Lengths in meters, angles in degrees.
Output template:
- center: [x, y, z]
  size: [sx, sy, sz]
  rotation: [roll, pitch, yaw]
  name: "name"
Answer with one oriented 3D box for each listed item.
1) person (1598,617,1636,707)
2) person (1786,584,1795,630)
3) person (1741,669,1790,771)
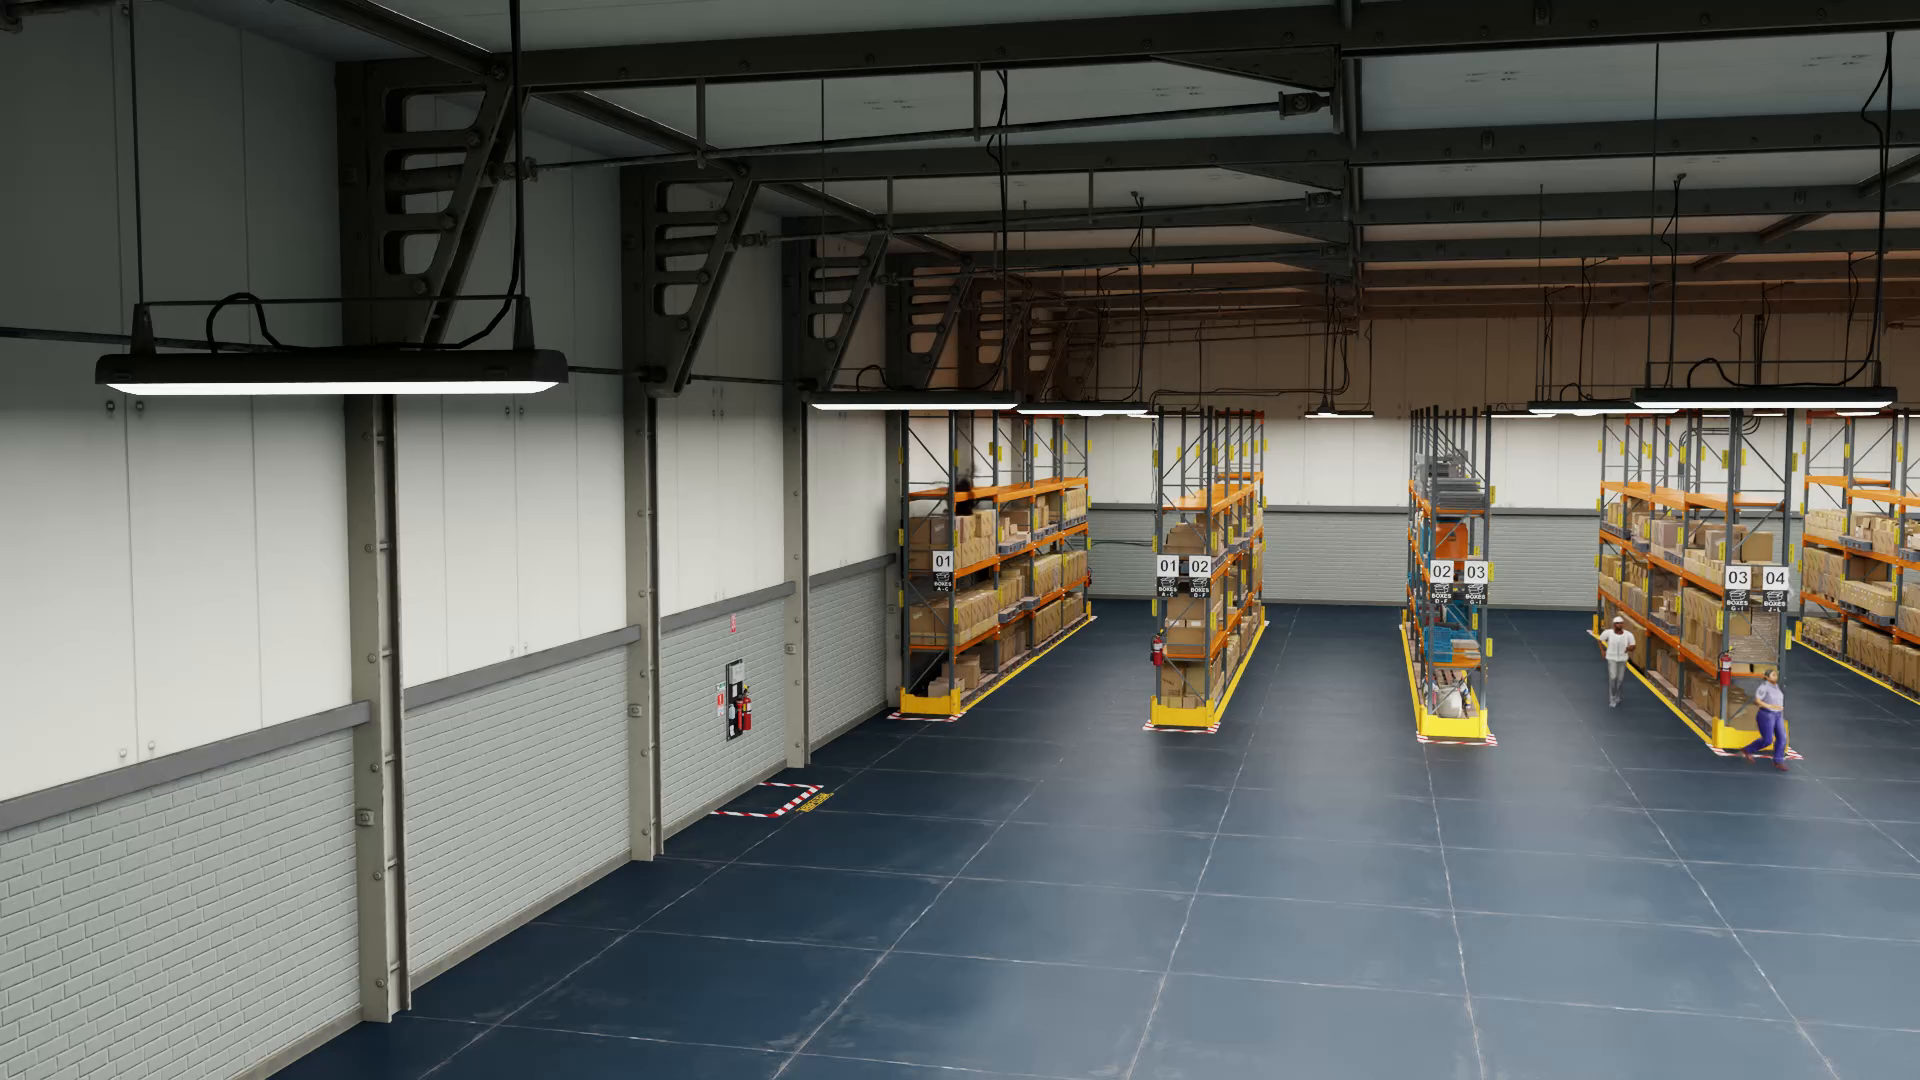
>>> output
- center: [13.242, 2.449, 33.503]
  size: [0.688, 1.828, 0.684]
  rotation: [1, 4, 12]
  name: "person"
- center: [21.927, 1.690, 44.687]
  size: [0.799, 1.716, 0.795]
  rotation: [1, 4, 18]
  name: "person"
- center: [13.317, 2.947, 27.417]
  size: [0.606, 1.655, 0.751]
  rotation: [-3, 5, -32]
  name: "person"
